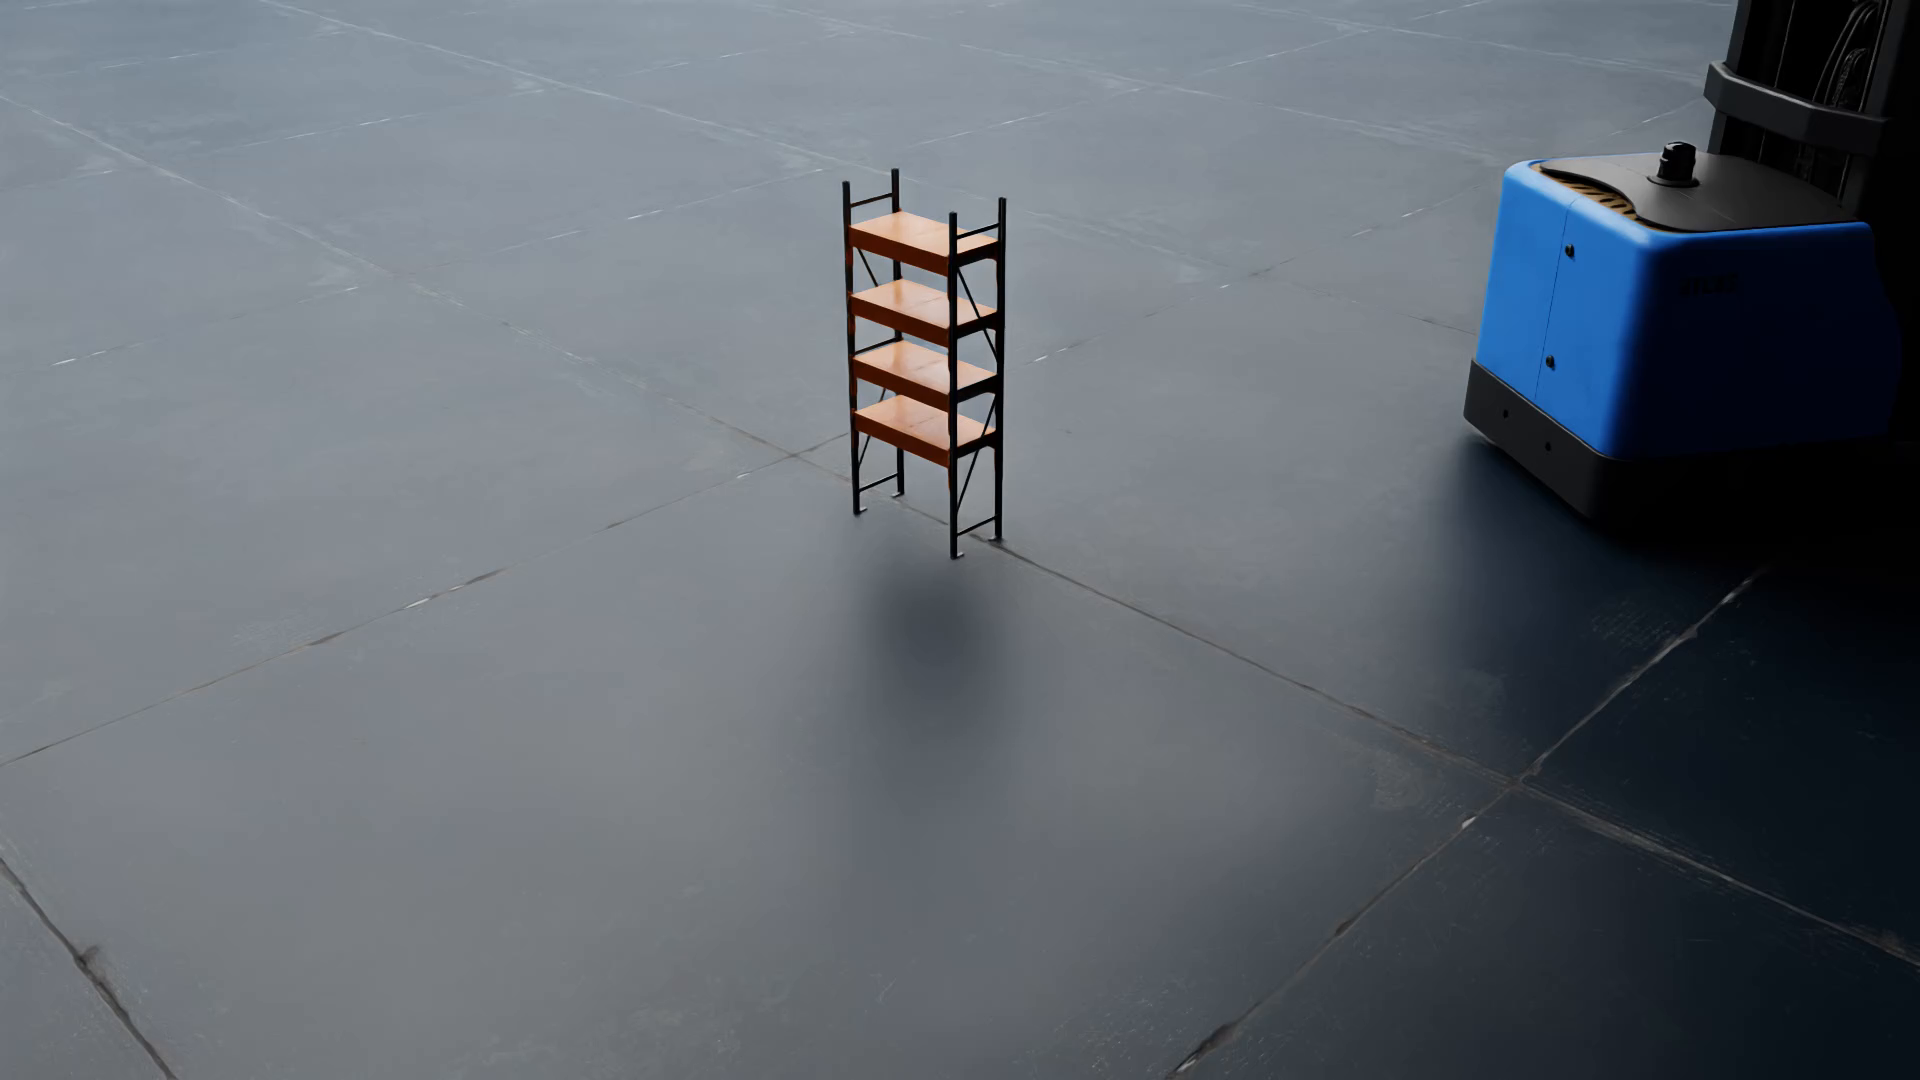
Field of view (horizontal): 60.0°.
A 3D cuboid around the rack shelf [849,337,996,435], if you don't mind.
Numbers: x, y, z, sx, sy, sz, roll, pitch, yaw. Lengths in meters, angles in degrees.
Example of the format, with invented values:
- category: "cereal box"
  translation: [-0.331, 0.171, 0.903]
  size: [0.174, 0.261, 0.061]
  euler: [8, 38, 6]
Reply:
- category: "rack shelf"
  translation: [-0.118, -0.526, 5.605]
  size: [0.480, 0.148, 0.258]
  euler: [25, 36, 38]

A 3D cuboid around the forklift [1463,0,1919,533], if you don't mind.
- category: "forklift"
  translation: [3.544, -1.665, 5.767]
  size: [3.031, 2.935, 1.130]
  euler: [-6, 28, -11]

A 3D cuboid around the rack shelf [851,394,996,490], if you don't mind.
- category: "rack shelf"
  translation: [-0.118, -0.350, 5.697]
  size: [0.480, 0.148, 0.258]
  euler: [25, 36, 38]

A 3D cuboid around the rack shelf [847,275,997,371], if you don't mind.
- category: "rack shelf"
  translation: [-0.118, -0.724, 5.501]
  size: [0.480, 0.148, 0.258]
  euler: [25, 36, 38]

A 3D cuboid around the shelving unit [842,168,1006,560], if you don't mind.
- category: "shelving unit"
  translation: [-0.118, -0.585, 5.573]
  size: [0.503, 1.200, 0.258]
  euler: [25, 36, 38]

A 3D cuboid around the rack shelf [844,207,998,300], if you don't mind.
- category: "rack shelf"
  translation: [-0.118, -0.933, 5.391]
  size: [0.480, 0.148, 0.258]
  euler: [25, 36, 38]

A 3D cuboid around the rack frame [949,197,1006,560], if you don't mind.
- category: "rack frame"
  translation: [0.056, -0.505, 5.422]
  size: [0.015, 1.200, 0.240]
  euler: [25, 36, 38]

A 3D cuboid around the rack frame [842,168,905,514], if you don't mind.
- category: "rack frame"
  translation: [-0.292, -0.665, 5.725]
  size: [0.015, 1.200, 0.240]
  euler: [25, 36, 38]
